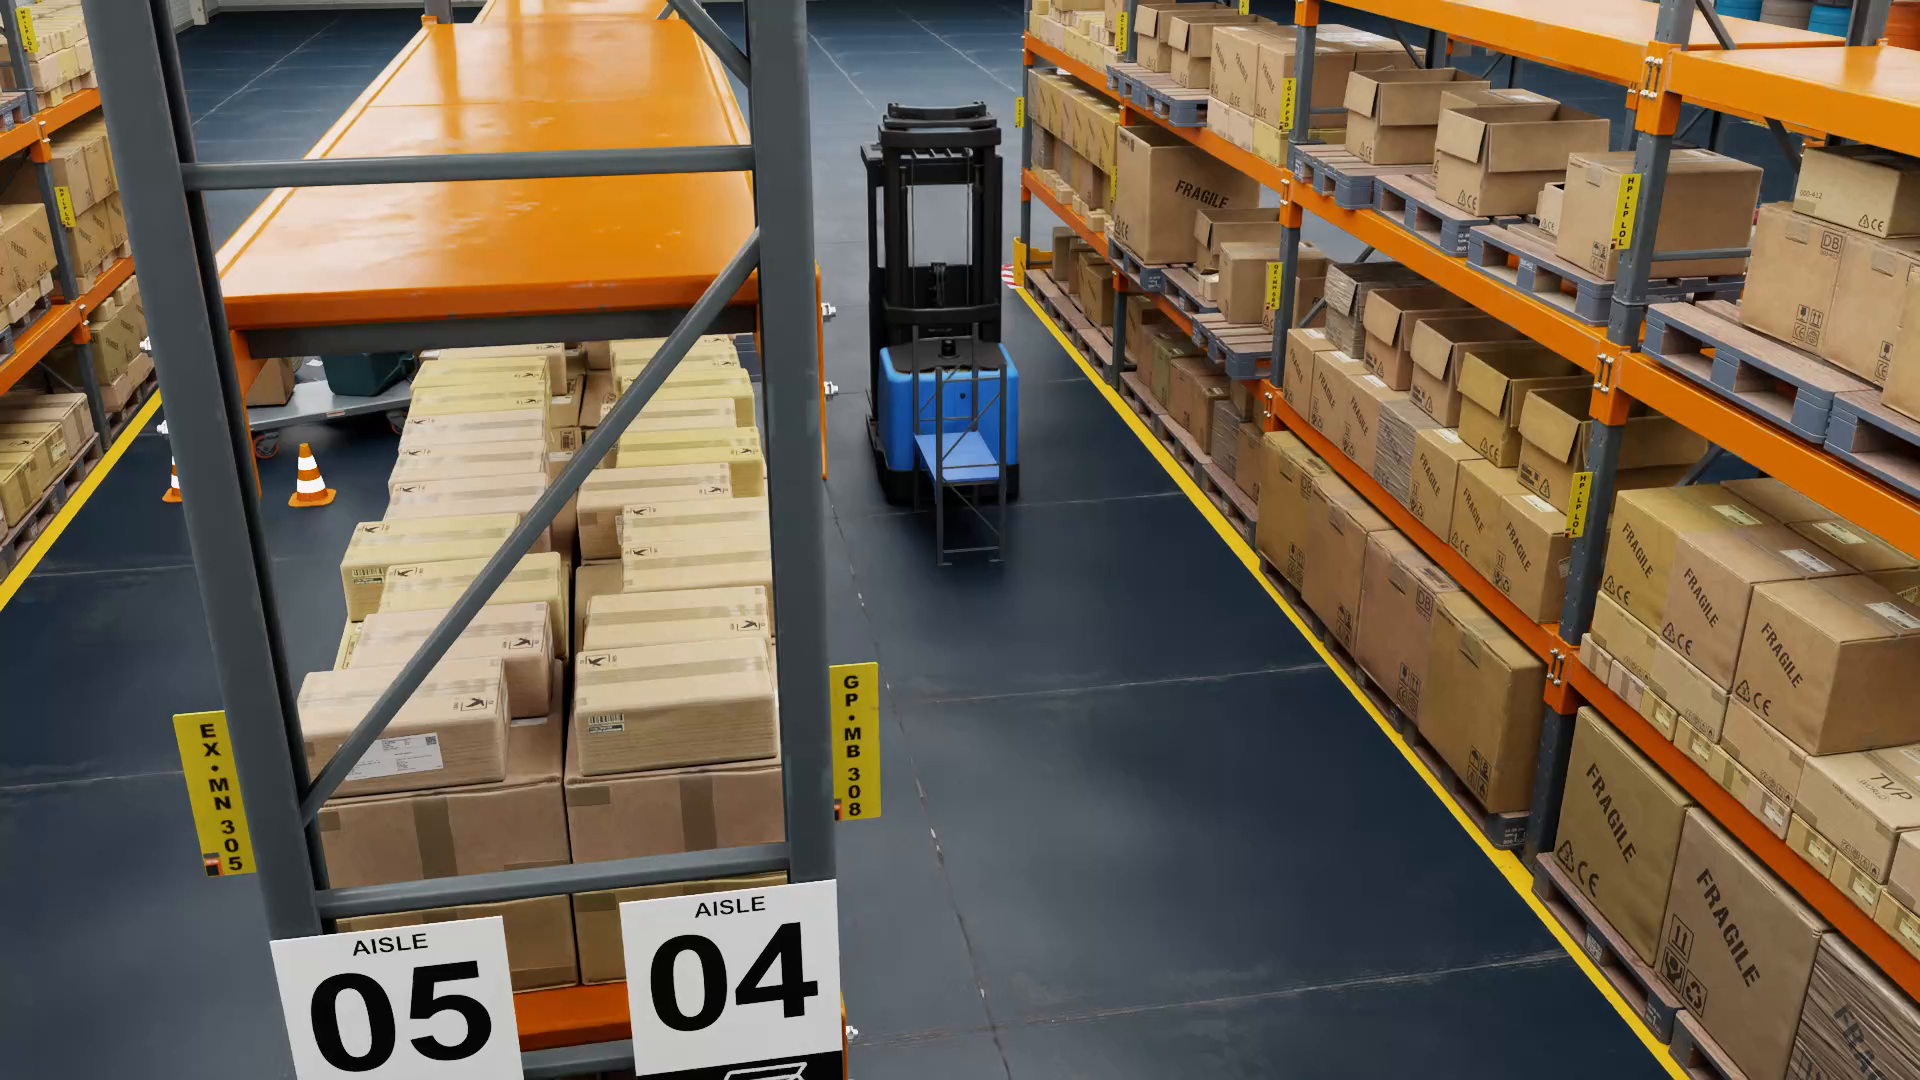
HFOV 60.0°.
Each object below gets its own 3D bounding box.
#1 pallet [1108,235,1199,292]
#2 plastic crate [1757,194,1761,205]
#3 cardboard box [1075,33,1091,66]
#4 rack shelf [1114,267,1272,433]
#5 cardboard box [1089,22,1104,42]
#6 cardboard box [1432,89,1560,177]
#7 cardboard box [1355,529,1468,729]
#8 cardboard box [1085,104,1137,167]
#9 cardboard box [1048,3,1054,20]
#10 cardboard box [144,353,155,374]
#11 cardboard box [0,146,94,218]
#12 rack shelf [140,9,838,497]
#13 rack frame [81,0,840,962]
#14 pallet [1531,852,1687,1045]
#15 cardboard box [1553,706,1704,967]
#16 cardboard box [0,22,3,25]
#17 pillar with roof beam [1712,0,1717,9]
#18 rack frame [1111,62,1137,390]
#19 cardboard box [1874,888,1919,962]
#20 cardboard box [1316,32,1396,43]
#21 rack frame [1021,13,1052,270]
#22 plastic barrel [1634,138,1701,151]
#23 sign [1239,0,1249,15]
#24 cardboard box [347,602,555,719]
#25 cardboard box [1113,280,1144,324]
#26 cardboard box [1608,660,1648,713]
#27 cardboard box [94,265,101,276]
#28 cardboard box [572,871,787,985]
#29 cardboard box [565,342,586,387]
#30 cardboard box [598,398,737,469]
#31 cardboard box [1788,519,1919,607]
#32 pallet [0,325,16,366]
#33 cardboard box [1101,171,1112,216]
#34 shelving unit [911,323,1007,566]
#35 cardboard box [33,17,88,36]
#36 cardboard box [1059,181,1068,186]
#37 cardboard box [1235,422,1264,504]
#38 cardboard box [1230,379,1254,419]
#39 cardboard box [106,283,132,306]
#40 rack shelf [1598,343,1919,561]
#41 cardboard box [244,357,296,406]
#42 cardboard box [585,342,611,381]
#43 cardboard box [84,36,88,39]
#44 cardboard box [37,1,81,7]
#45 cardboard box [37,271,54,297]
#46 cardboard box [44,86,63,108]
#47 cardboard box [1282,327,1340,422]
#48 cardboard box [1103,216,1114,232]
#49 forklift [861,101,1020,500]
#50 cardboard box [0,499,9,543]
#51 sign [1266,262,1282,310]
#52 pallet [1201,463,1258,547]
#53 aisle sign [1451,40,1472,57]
[{"bbox_3d":[1.942,-2.459,14.615,1.003,0.211,1.213,-4,24,-10],"label":"pallet"},{"bbox_3d":[7.201,-3.087,15.732,0.402,0.464,0.583,-4,24,-10],"label":"plastic crate"},{"bbox_3d":[1.417,-4.731,16.016,0.500,0.250,0.500,-4,24,-10],"label":"cardboard box"},{"bbox_3d":[2.313,-1.742,13.633,1.077,0.370,4.000,-4,24,-10],"label":"rack shelf"},{"bbox_3d":[1.432,-4.764,15.595,0.380,0.149,0.250,-5,24,-11],"label":"cardboard box"},{"bbox_3d":[3.113,-2.331,9.683,0.500,0.500,0.500,-3,24,-7],"label":"cardboard box"},{"bbox_3d":[3.119,0.468,9.804,1.225,0.875,0.875,-5,24,-12],"label":"cardboard box"},{"bbox_3d":[1.496,-3.852,15.819,0.500,0.500,0.500,-4,24,-10],"label":"cardboard box"},{"bbox_3d":[1.128,-5.483,17.241,0.380,0.149,0.250,-3,24,-8],"label":"cardboard box"},{"bbox_3d":[-7.850,-1.727,15.610,0.500,0.250,0.500,-5,24,-10],"label":"cardboard box"},{"bbox_3d":[-7.664,-2.955,13.764,0.700,0.500,0.500,-5,24,-10],"label":"cardboard box"},{"bbox_3d":[-1.101,-1.016,4.478,1.077,0.370,4.000,-4,24,-10],"label":"rack shelf"},{"bbox_3d":[-0.731,-0.560,2.532,1.000,3.000,0.127,-4,24,-10],"label":"rack frame"},{"bbox_3d":[3.486,1.871,7.945,1.003,0.211,1.213,-4,24,-10],"label":"pallet"},{"bbox_3d":[3.466,1.335,7.818,0.875,0.875,0.875,-4,24,-10],"label":"cardboard box"},{"bbox_3d":[-8.375,-4.364,14.307,0.380,0.149,0.250,-4,24,-9],"label":"cardboard box"},{"bbox_3d":[10.337,-12.471,29.804,9.100,9.000,0.400,-4,24,-10],"label":"pillar with roof beam"},{"bbox_3d":[1.943,-2.859,15.290,1.000,3.000,0.127,-4,24,-10],"label":"rack frame"},{"bbox_3d":[3.534,1.357,5.951,0.380,0.149,0.250,-4,24,-10],"label":"cardboard box"},{"bbox_3d":[2.759,-3.338,11.891,0.500,0.500,0.500,-4,24,-9],"label":"cardboard box"},{"bbox_3d":[1.204,-4.432,18.892,1.000,3.000,0.127,-4,24,-10],"label":"rack frame"},{"bbox_3d":[6.585,-3.281,15.630,0.600,0.901,0.708,-4,24,-10],"label":"plastic barrel"},{"bbox_3d":[2.488,-4.693,14.605,0.100,0.325,0.005,-4,24,-10],"label":"sign"},{"bbox_3d":[-1.051,0.259,3.468,0.380,0.149,0.250,-4,24,-9],"label":"cardboard box"},{"bbox_3d":[1.795,-2.291,16.588,0.500,0.500,0.500,3,24,7],"label":"cardboard box"},{"bbox_3d":[3.199,0.648,7.576,0.380,0.149,0.250,-5,24,-12],"label":"cardboard box"},{"bbox_3d":[-7.716,-2.355,14.452,0.380,0.149,0.250,-4,24,-10],"label":"cardboard box"},{"bbox_3d":[-0.563,0.687,3.610,0.500,0.250,0.500,-3,24,-8],"label":"cardboard box"},{"bbox_3d":[-1.530,-0.516,5.741,0.500,0.250,0.500,-4,24,-10],"label":"cardboard box"},{"bbox_3d":[-0.825,-0.286,4.717,0.380,0.149,0.250,-4,24,-8],"label":"cardboard box"},{"bbox_3d":[3.859,0.235,7.085,0.500,0.500,0.500,-4,24,-9],"label":"cardboard box"},{"bbox_3d":[-7.462,-1.240,11.822,1.003,0.211,1.213,-4,24,-10],"label":"pallet"},{"bbox_3d":[1.863,-3.422,16.082,0.875,0.500,0.500,-4,24,-10],"label":"cardboard box"},{"bbox_3d":[-0.016,-0.721,12.269,0.538,1.500,1.048,-4,24,-10],"label":"shelving unit"},{"bbox_3d":[-7.902,-4.503,14.626,0.380,0.149,0.250,-4,24,-9],"label":"cardboard box"},{"bbox_3d":[1.260,-3.696,17.521,0.380,0.149,0.250,-4,24,-10],"label":"cardboard box"},{"bbox_3d":[2.539,-0.603,12.700,0.700,0.500,0.500,-6,24,-13],"label":"cardboard box"},{"bbox_3d":[2.422,-1.154,13.024,0.500,0.250,0.500,-2,24,-4],"label":"cardboard box"},{"bbox_3d":[-7.701,-2.206,14.959,0.380,0.149,0.250,-3,24,-8],"label":"cardboard box"},{"bbox_3d":[3.792,0.030,5.828,1.077,0.370,4.000,-4,24,-10],"label":"rack shelf"},{"bbox_3d":[-6.052,-1.470,14.288,0.500,0.500,0.500,-4,24,-10],"label":"cardboard box"},{"bbox_3d":[-1.050,-0.551,5.822,0.500,0.250,0.500,-5,24,-12],"label":"cardboard box"},{"bbox_3d":[-7.888,-4.359,14.794,0.500,0.250,0.500,-4,24,-9],"label":"cardboard box"},{"bbox_3d":[-8.608,-5.071,15.924,0.380,0.149,0.250,-4,24,-10],"label":"cardboard box"},{"bbox_3d":[-7.429,-2.021,13.160,0.380,0.149,0.250,-4,24,-9],"label":"cardboard box"},{"bbox_3d":[-7.603,-3.633,13.629,0.380,0.149,0.250,-4,24,-10],"label":"cardboard box"},{"bbox_3d":[2.505,-1.120,11.184,0.500,0.500,0.500,-4,24,-8],"label":"cardboard box"},{"bbox_3d":[1.591,-3.008,15.946,0.380,0.149,0.250,-4,24,-10],"label":"cardboard box"},{"bbox_3d":[-0.233,-2.216,13.904,1.130,2.935,3.031,-3,24,-7],"label":"forklift"},{"bbox_3d":[-7.295,-0.053,11.624,0.950,0.372,0.625,-5,24,-11],"label":"cardboard box"},{"bbox_3d":[2.151,-1.736,11.371,0.100,0.325,0.005,-4,24,-10],"label":"sign"},{"bbox_3d":[2.540,-0.315,12.950,1.003,0.211,1.213,-4,24,-10],"label":"pallet"},{"bbox_3d":[5.770,-5.996,19.227,0.394,0.787,0.004,-4,24,-10],"label":"aisle sign"}]
